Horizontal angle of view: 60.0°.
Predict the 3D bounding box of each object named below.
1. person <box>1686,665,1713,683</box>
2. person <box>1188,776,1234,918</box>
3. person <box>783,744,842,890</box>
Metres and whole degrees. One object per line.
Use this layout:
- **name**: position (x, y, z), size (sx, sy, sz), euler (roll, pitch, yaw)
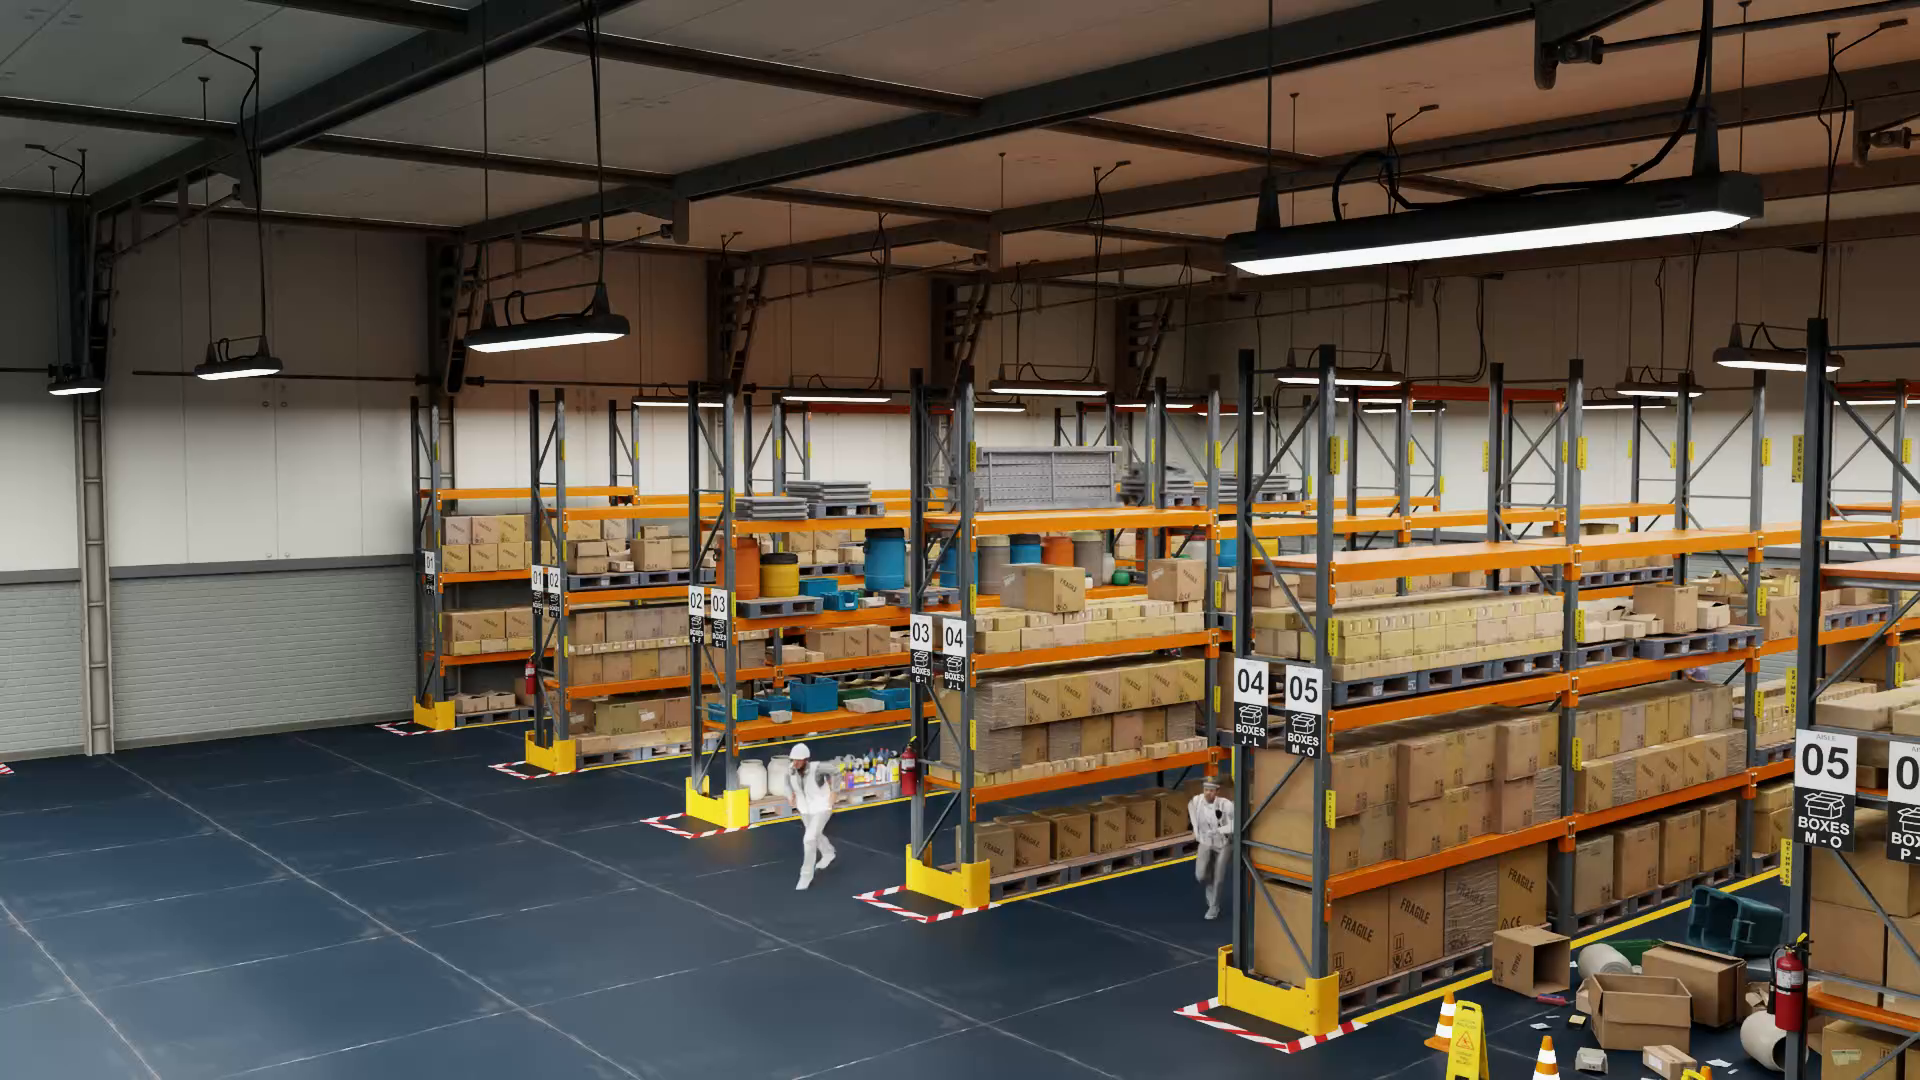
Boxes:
- **person**: position (13.048, 2.651, 29.455), size (0.698, 1.607, 0.670), euler (3, 5, 45)
- **person**: position (2.701, 3.307, 17.903), size (0.601, 1.612, 0.680), euler (1, 4, 21)
- **person**: position (-1.693, 3.196, 19.529), size (0.702, 1.733, 1.040), euler (1, 4, 21)
